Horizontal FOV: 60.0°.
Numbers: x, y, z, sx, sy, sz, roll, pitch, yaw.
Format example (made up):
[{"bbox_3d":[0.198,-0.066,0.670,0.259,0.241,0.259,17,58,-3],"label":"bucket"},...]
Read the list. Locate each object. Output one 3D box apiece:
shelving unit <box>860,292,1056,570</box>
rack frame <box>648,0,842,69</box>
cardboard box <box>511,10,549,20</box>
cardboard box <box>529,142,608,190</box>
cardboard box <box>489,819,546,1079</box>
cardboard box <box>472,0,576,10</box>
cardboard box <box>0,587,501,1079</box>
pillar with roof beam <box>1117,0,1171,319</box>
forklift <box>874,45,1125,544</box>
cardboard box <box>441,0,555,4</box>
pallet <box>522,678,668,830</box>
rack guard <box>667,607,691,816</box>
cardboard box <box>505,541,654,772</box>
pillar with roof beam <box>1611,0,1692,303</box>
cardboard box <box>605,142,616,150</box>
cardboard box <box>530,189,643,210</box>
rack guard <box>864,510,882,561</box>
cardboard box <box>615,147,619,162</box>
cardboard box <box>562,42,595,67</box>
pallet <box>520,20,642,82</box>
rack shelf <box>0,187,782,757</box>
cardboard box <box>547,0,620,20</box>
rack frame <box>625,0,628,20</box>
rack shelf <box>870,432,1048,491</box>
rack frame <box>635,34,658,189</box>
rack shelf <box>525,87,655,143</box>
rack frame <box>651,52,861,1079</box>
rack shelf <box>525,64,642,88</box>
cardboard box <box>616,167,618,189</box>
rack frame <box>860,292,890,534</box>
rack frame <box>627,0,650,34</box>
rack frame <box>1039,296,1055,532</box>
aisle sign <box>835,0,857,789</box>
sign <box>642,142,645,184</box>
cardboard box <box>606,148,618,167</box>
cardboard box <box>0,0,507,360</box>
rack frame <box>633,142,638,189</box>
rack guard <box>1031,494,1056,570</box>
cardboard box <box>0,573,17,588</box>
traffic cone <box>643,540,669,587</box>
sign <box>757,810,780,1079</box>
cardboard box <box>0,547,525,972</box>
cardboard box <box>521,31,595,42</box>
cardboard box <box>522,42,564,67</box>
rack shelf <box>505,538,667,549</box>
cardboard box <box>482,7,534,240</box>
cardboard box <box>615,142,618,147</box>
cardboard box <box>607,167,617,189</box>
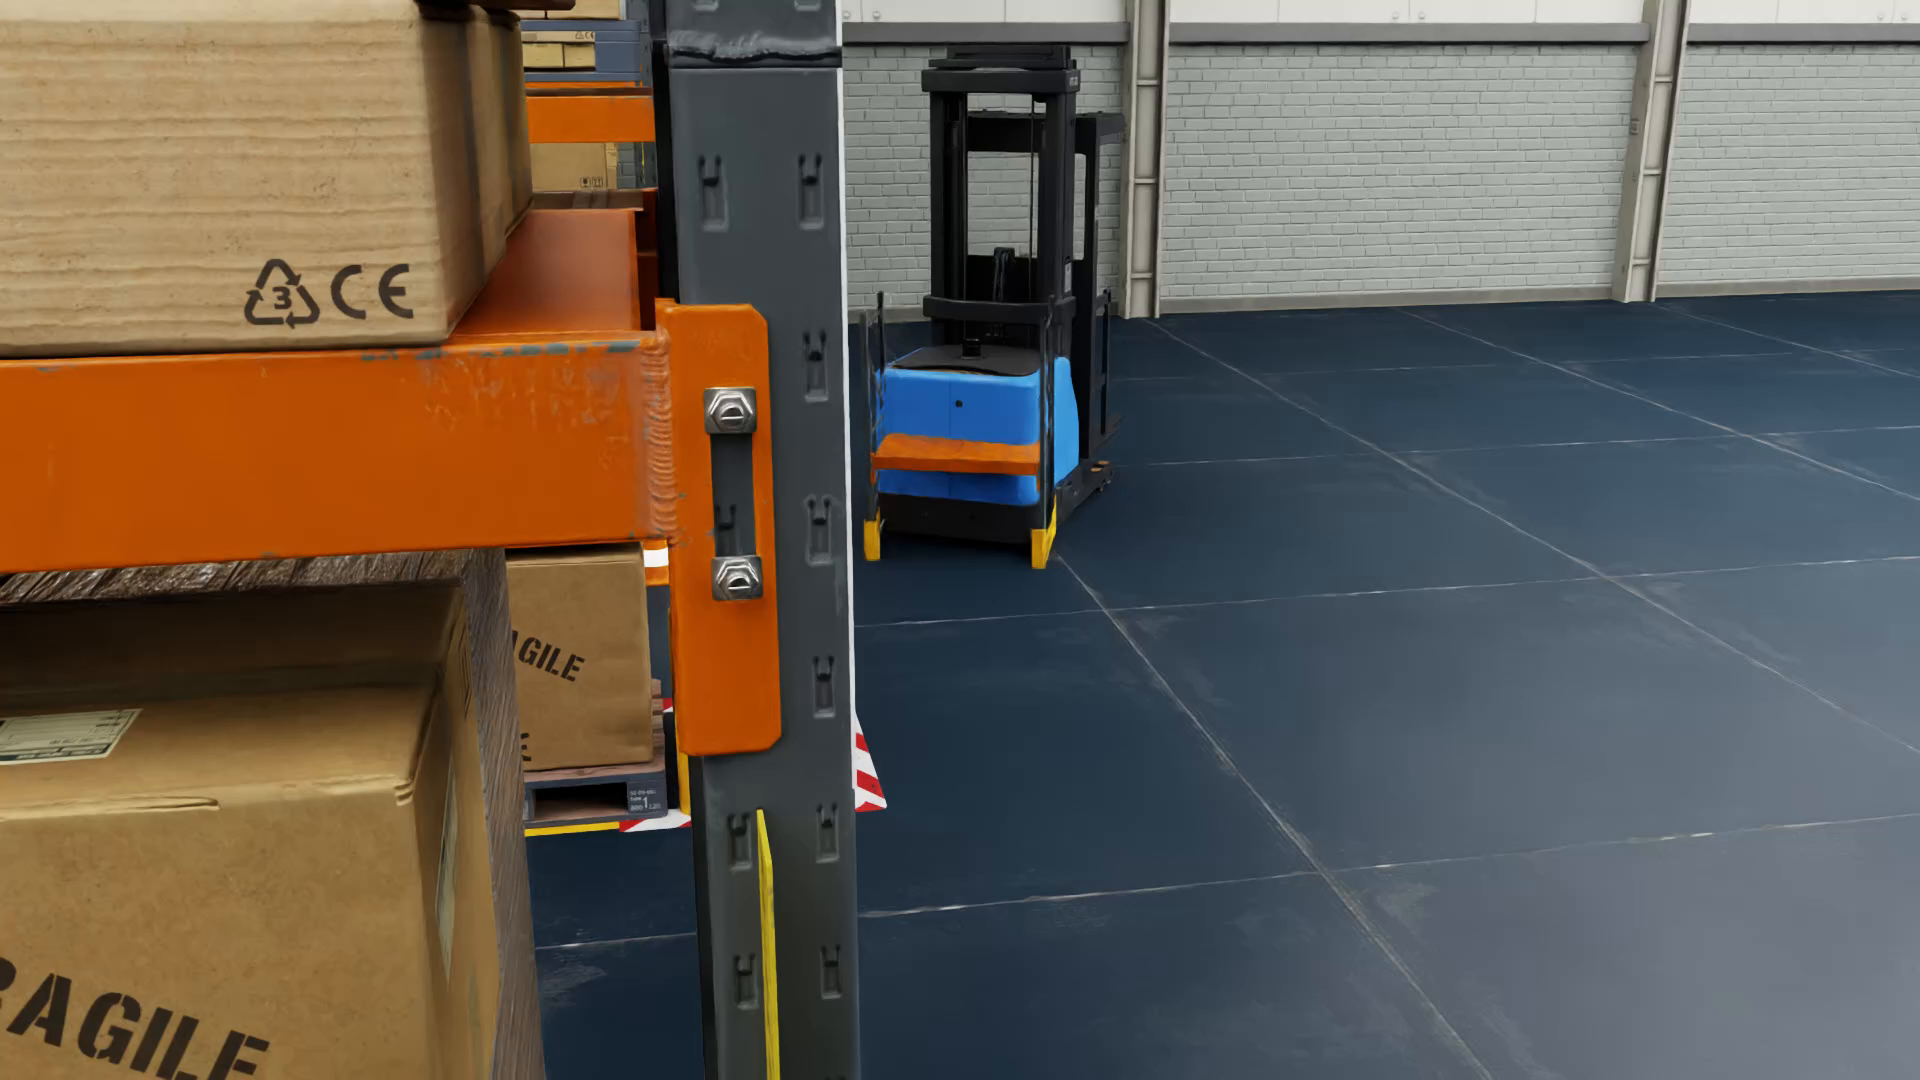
[{"bbox_3d":[-0.001,-0.655,9.801,1.083,1.500,0.587,3,23,9],"label":"shelving unit"},{"bbox_3d":[-0.245,-1.928,1.263,0.127,3.000,1.000,-3,17,-10],"label":"rack frame"},{"bbox_3d":[-1.597,-1.928,5.915,0.250,0.149,0.380,-3,17,-10],"label":"cardboard box"},{"bbox_3d":[-2.585,-2.494,10.943,0.500,0.500,0.700,-4,17,-12],"label":"cardboard box"},{"bbox_3d":[-0.791,0.772,2.012,0.500,0.500,0.875,-3,17,-10],"label":"cardboard box"},{"bbox_3d":[-0.560,-0.665,1.834,0.250,0.149,0.380,-3,17,-11],"label":"cardboard box"},{"bbox_3d":[-0.738,0.373,1.607,0.500,0.500,0.500,-3,17,-10],"label":"cardboard box"},{"bbox_3d":[2.783,-5.530,12.990,0.400,9.000,9.100,-3,17,-10],"label":"pillar with roof beam"},{"bbox_3d":[0.440,-1.768,11.077,1.130,2.935,3.031,6,18,18],"label":"forklift"},{"bbox_3d":[-0.459,-0.508,1.324,0.250,0.149,0.380,-3,17,-10],"label":"cardboard box"},{"bbox_3d":[-1.857,0.904,7.009,1.213,0.211,1.003,-3,17,-10],"label":"pallet"},{"bbox_3d":[-1.063,0.698,7.189,0.348,0.500,1.175,-3,17,-10],"label":"rack guard"},{"bbox_3d":[-1.740,0.376,6.883,0.875,0.875,0.875,-3,17,-10],"label":"cardboard box"},{"bbox_3d":[8.674,-5.864,14.078,0.400,9.000,9.100,-3,17,-10],"label":"pillar with roof beam"},{"bbox_3d":[-3.382,-3.767,15.687,0.250,0.149,0.380,-3,17,-10],"label":"cardboard box"},{"bbox_3d":[-1.459,-1.074,6.606,0.550,0.550,0.875,-3,17,-10],"label":"cardboard box"},{"bbox_3d":[-0.482,-0.102,10.120,0.087,0.250,0.587,3,23,9],"label":"rack guard"},{"bbox_3d":[-3.453,-3.762,16.176,0.250,0.149,0.380,-4,17,-12],"label":"cardboard box"},{"bbox_3d":[-2.423,-3.131,10.715,0.250,0.149,0.380,-3,17,-10],"label":"cardboard box"},{"bbox_3d":[-1.813,-1.843,6.246,1.213,0.211,1.003,-3,17,-10],"label":"pallet"},{"bbox_3d":[-2.209,-0.039,1.447,4.000,0.370,1.077,-3,17,-10],"label":"rack shelf"},{"bbox_3d":[-1.349,-1.942,5.960,0.250,0.149,0.380,-3,17,-11],"label":"cardboard box"},{"bbox_3d":[-3.071,-6.216,15.223,0.127,3.000,1.000,-3,17,-10],"label":"rack frame"},{"bbox_3d":[0.011,-0.489,9.869,1.000,0.185,0.538,3,23,9],"label":"rack shelf"},{"bbox_3d":[-2.125,-1.917,11.445,0.127,3.000,1.000,-3,17,-10],"label":"rack frame"},{"bbox_3d":[-3.051,-1.475,6.120,4.000,0.370,1.077,-3,17,-10],"label":"rack shelf"},{"bbox_3d":[-0.245,0.939,2.144,0.127,3.000,1.000,-3,17,-10],"label":"rack frame"},{"bbox_3d":[-4.089,-2.896,10.748,4.000,0.370,1.077,-3,17,-10],"label":"rack shelf"},{"bbox_3d":[-3.610,-3.448,16.260,0.500,0.500,0.500,-3,17,-9],"label":"cardboard box"},{"bbox_3d":[-0.494,-0.678,9.878,0.032,1.500,0.500,3,23,9],"label":"rack frame"},{"bbox_3d":[-2.125,-4.785,10.565,0.127,3.000,1.000,-3,17,-10],"label":"rack frame"},{"bbox_3d":[0.509,-0.631,9.721,0.032,1.500,0.500,3,23,9],"label":"rack frame"},{"bbox_3d":[-0.128,-0.220,1.492,0.004,0.787,0.394,-3,17,-10],"label":"aisle sign"},{"bbox_3d":[-2.040,-2.461,10.704,0.005,0.325,0.100,-3,17,-10],"label":"sign"},{"bbox_3d":[-3.358,-3.606,15.668,0.250,0.149,0.380,-3,17,-10],"label":"cardboard box"},{"bbox_3d":[-0.670,-0.323,1.400,0.500,0.250,0.500,-3,17,-9],"label":"cardboard box"},{"bbox_3d":[-3.071,-3.348,16.104,0.127,3.000,1.000,-3,17,-10],"label":"rack frame"},{"bbox_3d":[0.501,-0.056,9.966,0.087,0.250,0.587,3,23,9],"label":"rack guard"},{"bbox_3d":[-1.329,0.249,2.011,0.500,0.500,0.500,-3,17,-10],"label":"cardboard box"},{"bbox_3d":[-1.758,-0.008,9.549,0.334,0.463,0.336,-3,17,-10],"label":"traffic cone"},{"bbox_3d":[-0.160,0.396,1.403,0.005,0.325,0.100,-3,17,-10],"label":"sign"},{"bbox_3d":[-0.837,0.224,2.095,0.500,0.500,0.500,-3,17,-10],"label":"cardboard box"},{"bbox_3d":[-2.577,-3.316,10.638,0.500,0.250,0.500,-3,17,-11],"label":"cardboard box"},{"bbox_3d":[-2.661,-3.107,10.639,0.250,0.149,0.380,-3,17,-10],"label":"cardboard box"},{"bbox_3d":[-3.051,-0.041,6.561,4.000,0.370,1.077,-3,17,-10],"label":"rack shelf"},{"bbox_3d":[-0.767,-0.470,1.881,0.500,0.250,0.500,-3,17,-9],"label":"cardboard box"},{"bbox_3d":[-3.441,-3.891,16.090,0.250,0.149,0.380,-4,17,-12],"label":"cardboard box"},{"bbox_3d":[-3.504,-3.293,15.753,0.500,0.500,0.500,-4,17,-12],"label":"cardboard box"}]
